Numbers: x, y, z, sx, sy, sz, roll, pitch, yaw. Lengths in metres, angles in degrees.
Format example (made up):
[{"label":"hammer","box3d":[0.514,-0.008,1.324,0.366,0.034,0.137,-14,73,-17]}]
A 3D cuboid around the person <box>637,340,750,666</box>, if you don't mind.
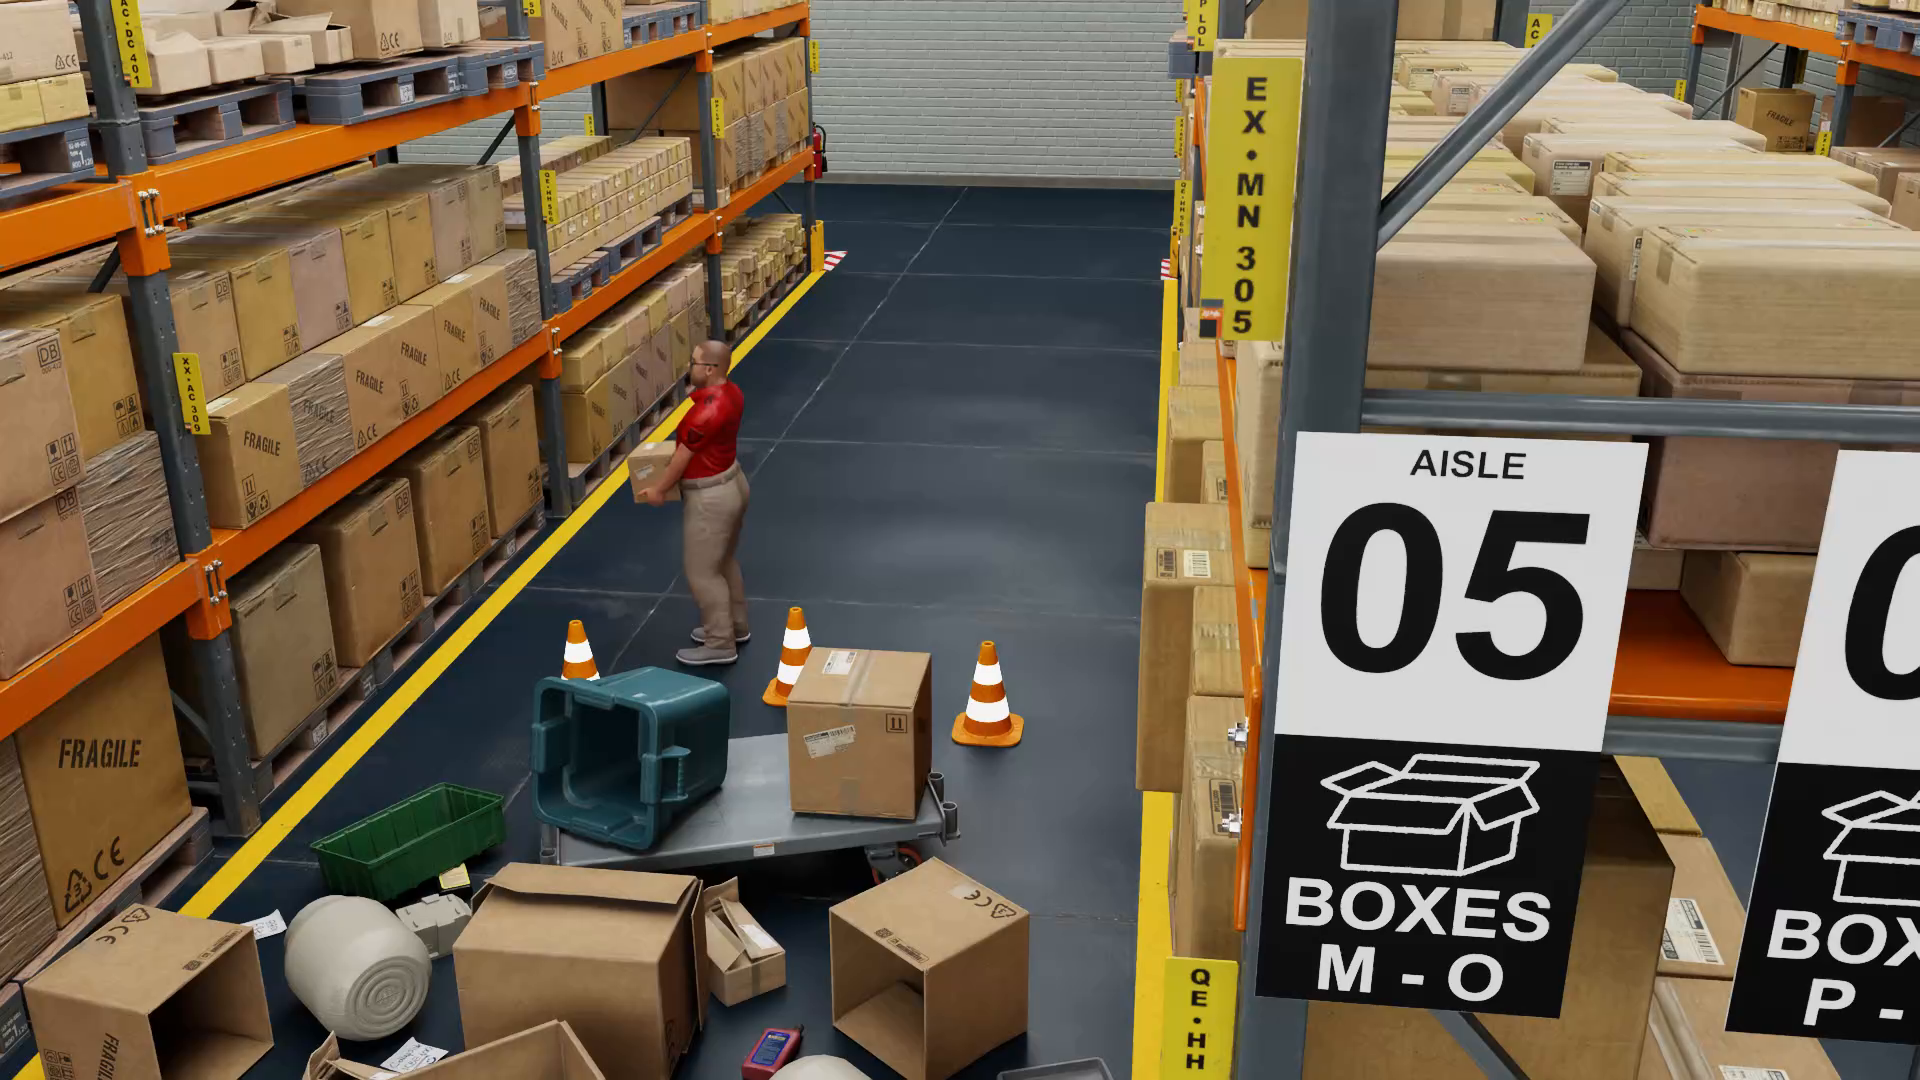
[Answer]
[{"label":"person","box3d":[-1.382,-0.203,8.649,0.539,1.721,0.492,3,21,7]}]
